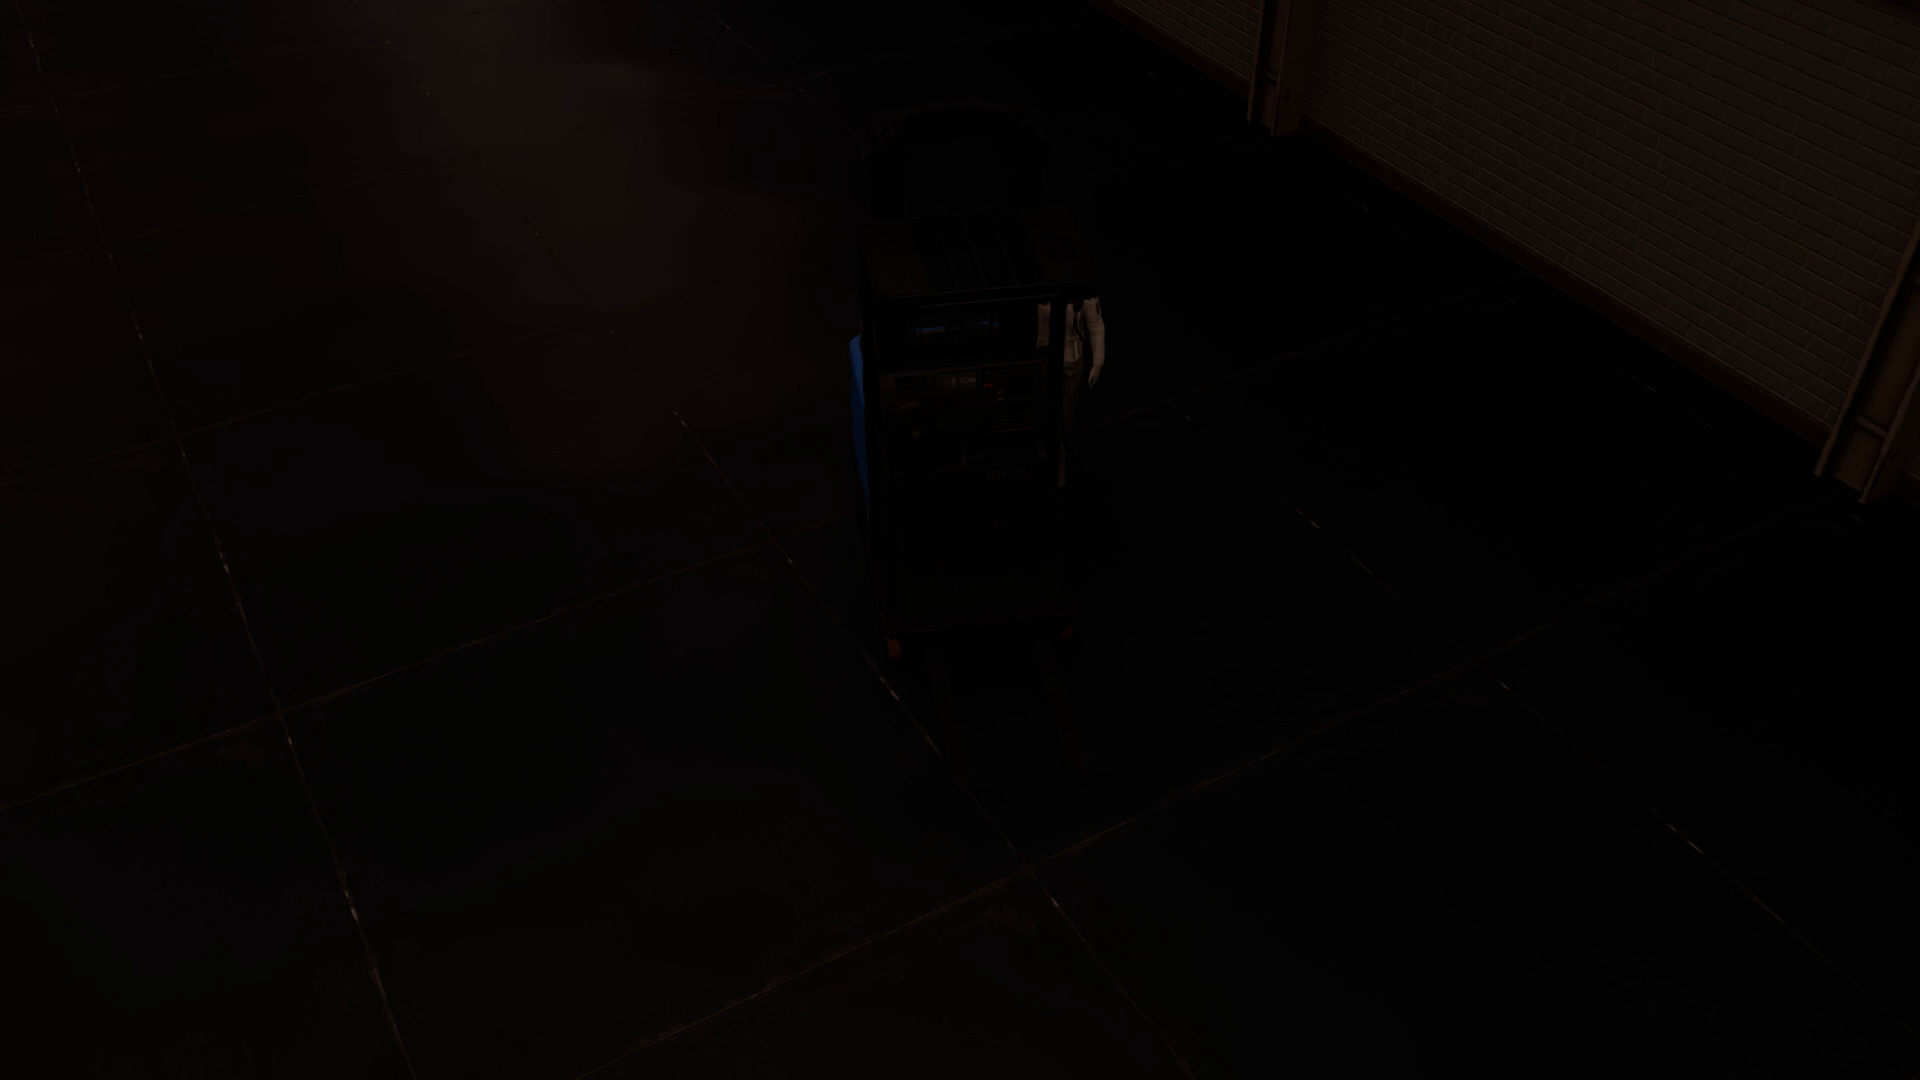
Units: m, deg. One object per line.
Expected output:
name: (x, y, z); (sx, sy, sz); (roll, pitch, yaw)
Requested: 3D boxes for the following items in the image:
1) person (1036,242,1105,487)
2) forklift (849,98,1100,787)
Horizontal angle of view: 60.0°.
person: (0.600, -1.086, 10.309); (0.587, 1.697, 0.507); (4, 40, 5)
forklift: (0.064, -0.688, 8.866); (1.130, 2.935, 3.031); (-6, 40, -7)
